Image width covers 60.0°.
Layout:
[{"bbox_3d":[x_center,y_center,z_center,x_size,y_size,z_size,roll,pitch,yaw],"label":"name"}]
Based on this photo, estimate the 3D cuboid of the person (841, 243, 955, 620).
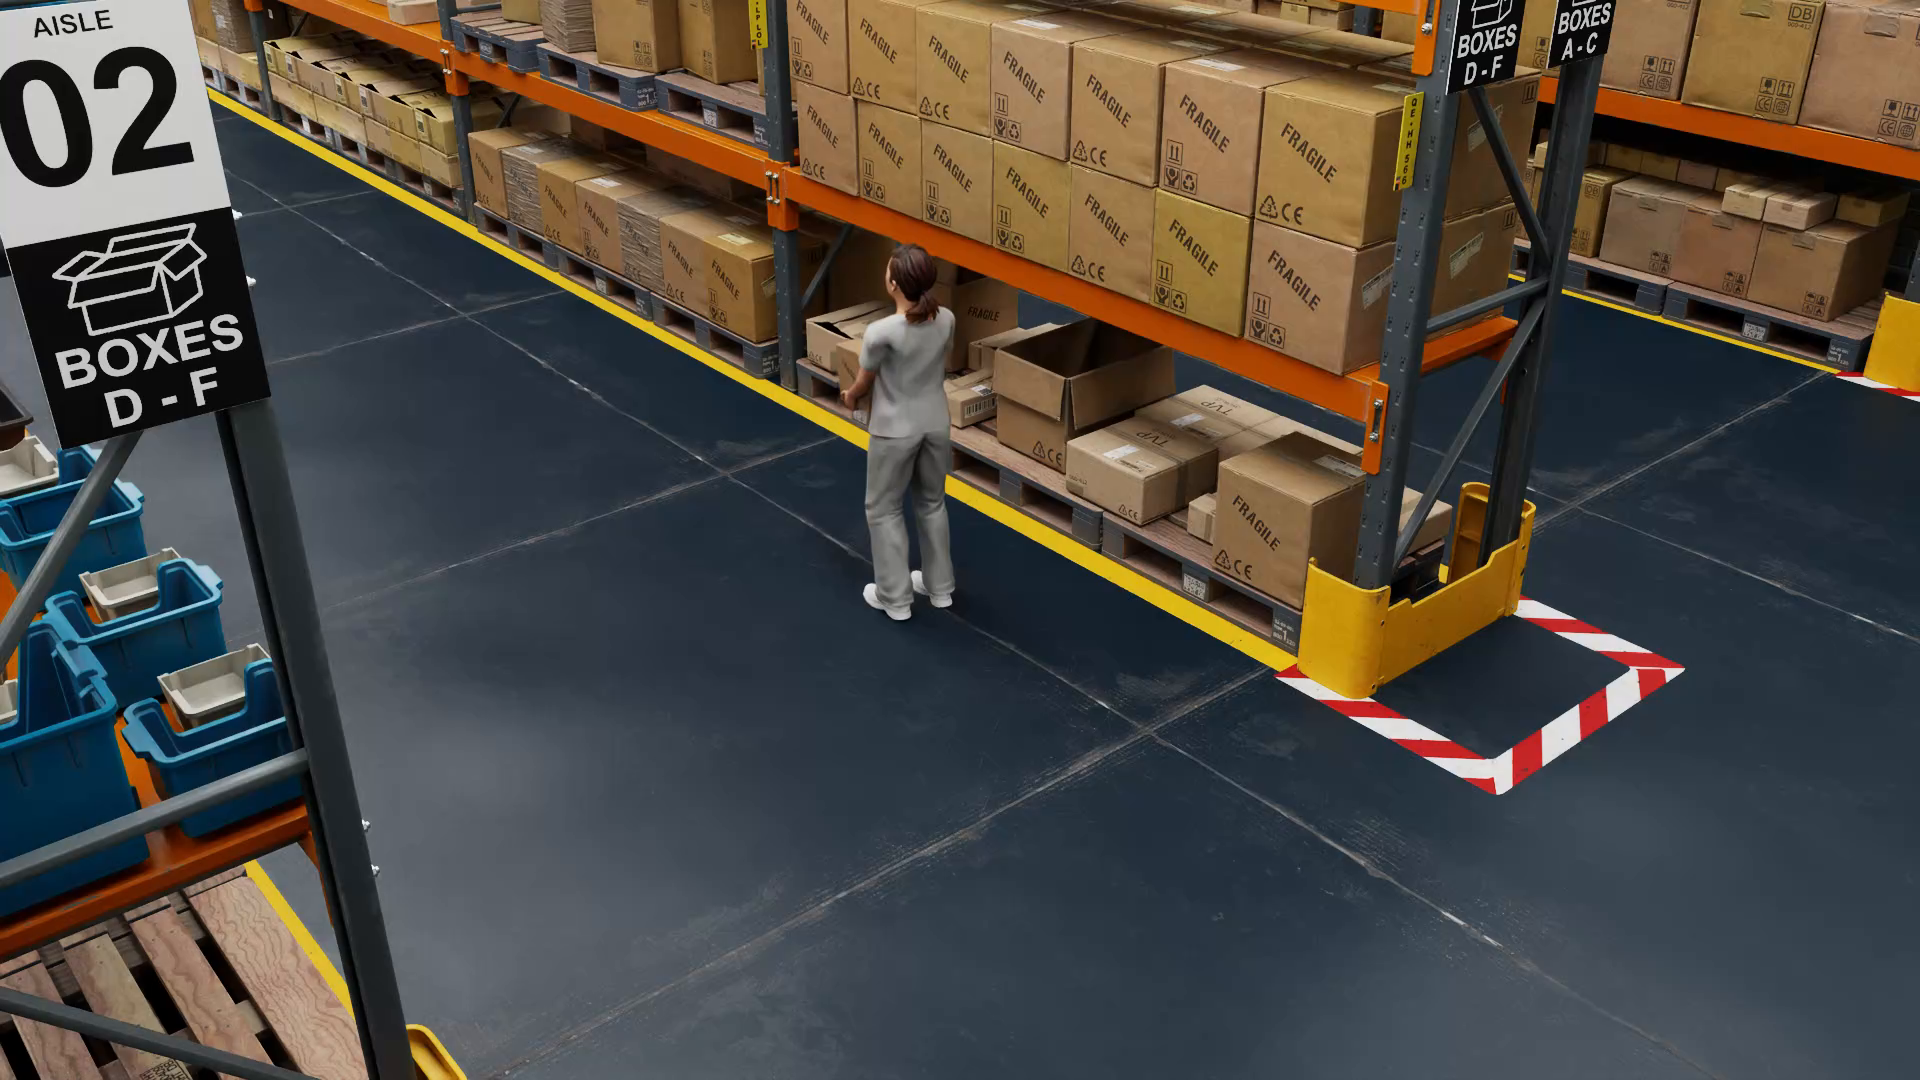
[{"bbox_3d":[-0.250,-0.474,7.018,0.436,1.666,0.554,-16,32,-28],"label":"person"}]
